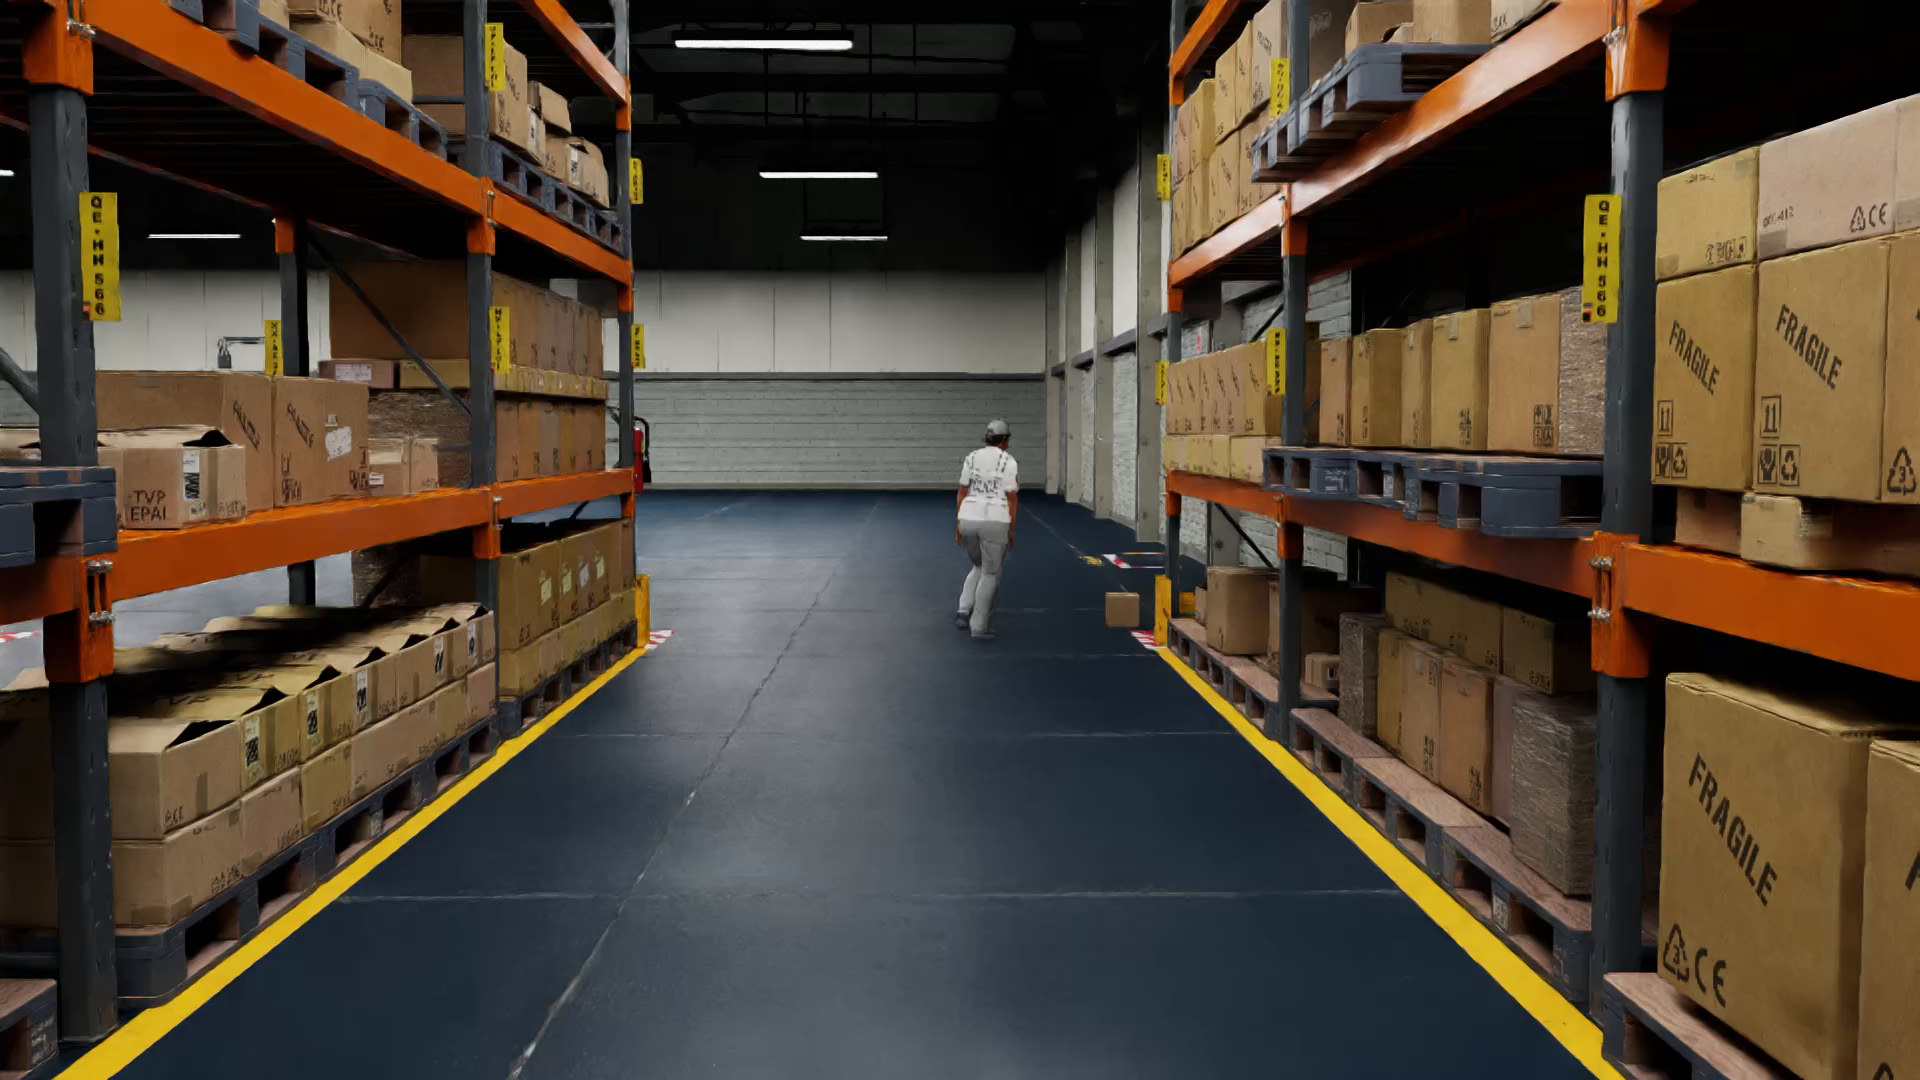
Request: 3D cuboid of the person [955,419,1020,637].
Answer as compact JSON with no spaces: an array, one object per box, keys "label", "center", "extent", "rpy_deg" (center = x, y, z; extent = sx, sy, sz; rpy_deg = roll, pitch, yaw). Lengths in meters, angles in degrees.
[{"label":"person","center":[0.215,-0.092,12.639],"extent":[0.524,1.654,0.492],"rpy_deg":[3,5,36]}]
